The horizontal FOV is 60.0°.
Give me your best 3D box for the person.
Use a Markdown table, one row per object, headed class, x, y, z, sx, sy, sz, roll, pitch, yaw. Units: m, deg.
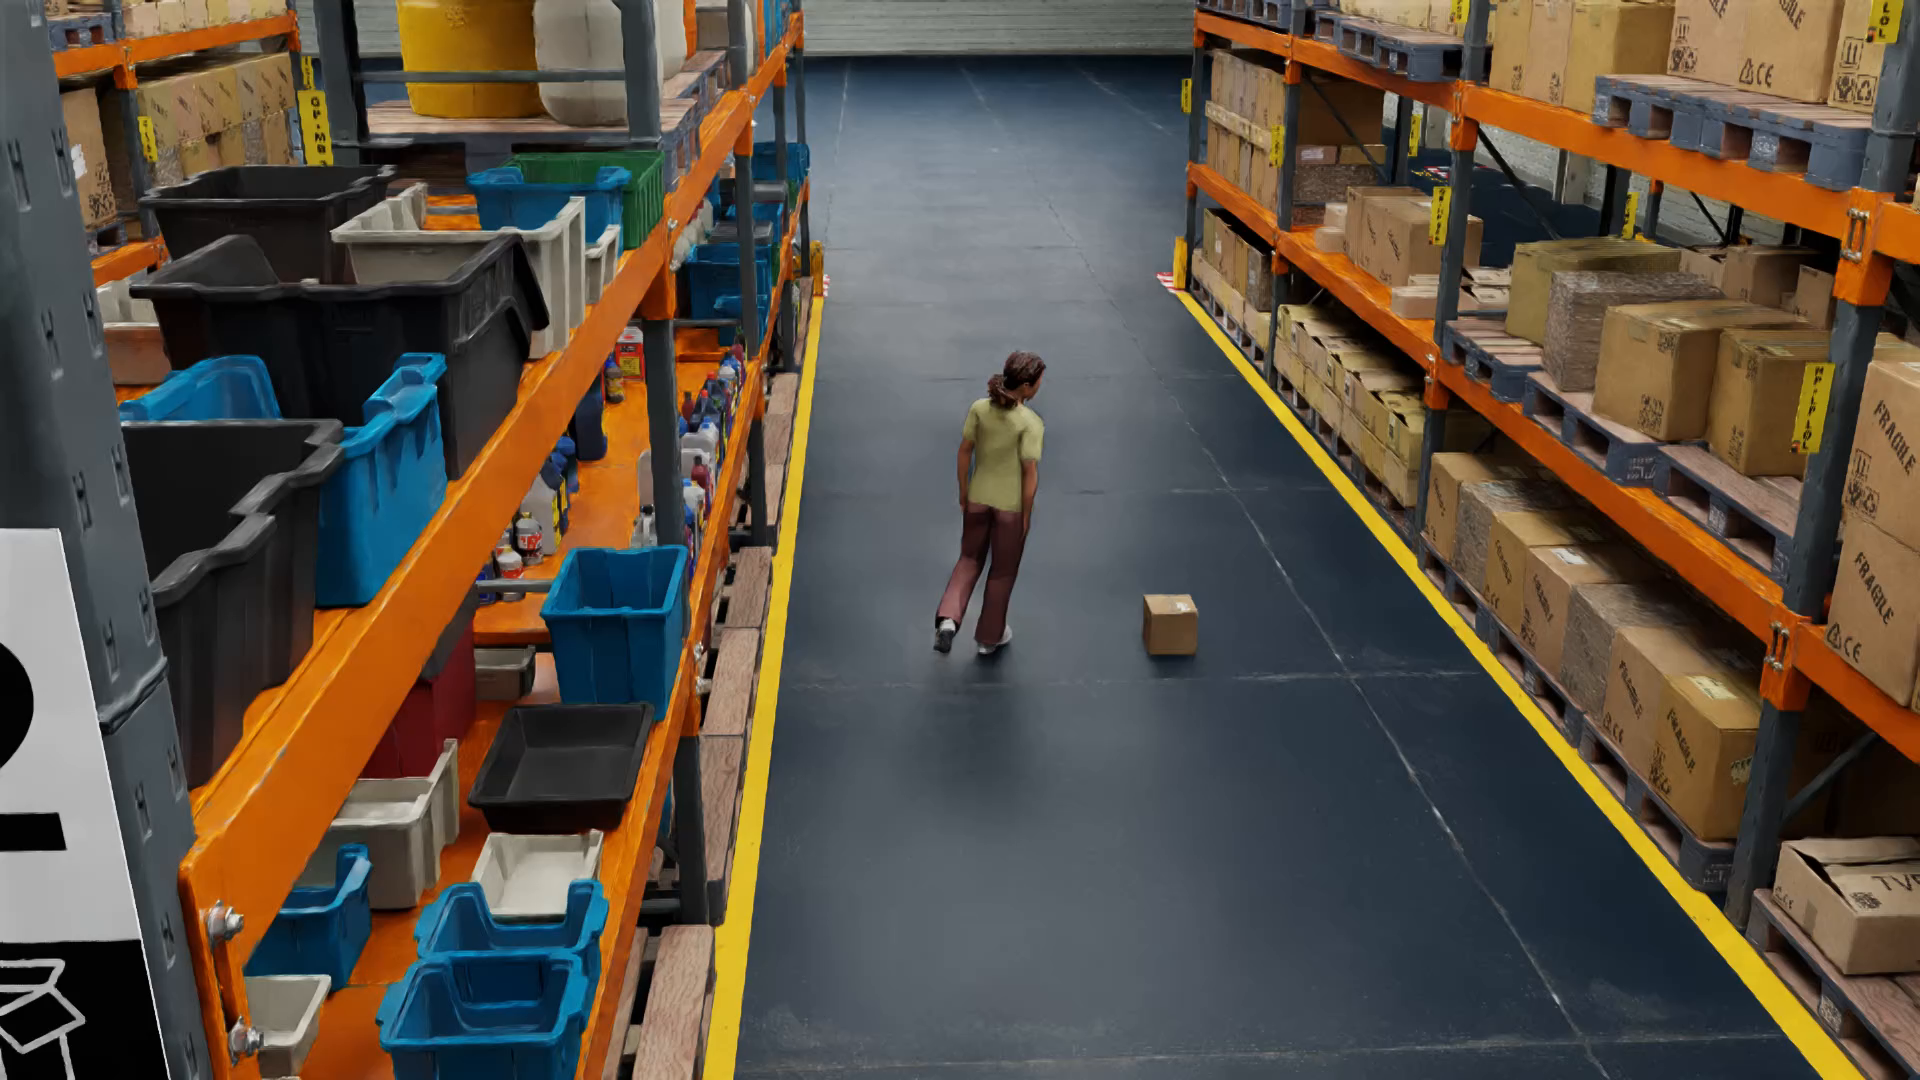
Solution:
| class | x | y | z | sx | sy | sz | roll | pitch | yaw |
| --- | --- | --- | --- | --- | --- | --- | --- | --- | --- |
| person | 0.172 | -0.146 | 8.463 | 0.498 | 1.655 | 0.683 | 10 | 23 | 26 |
